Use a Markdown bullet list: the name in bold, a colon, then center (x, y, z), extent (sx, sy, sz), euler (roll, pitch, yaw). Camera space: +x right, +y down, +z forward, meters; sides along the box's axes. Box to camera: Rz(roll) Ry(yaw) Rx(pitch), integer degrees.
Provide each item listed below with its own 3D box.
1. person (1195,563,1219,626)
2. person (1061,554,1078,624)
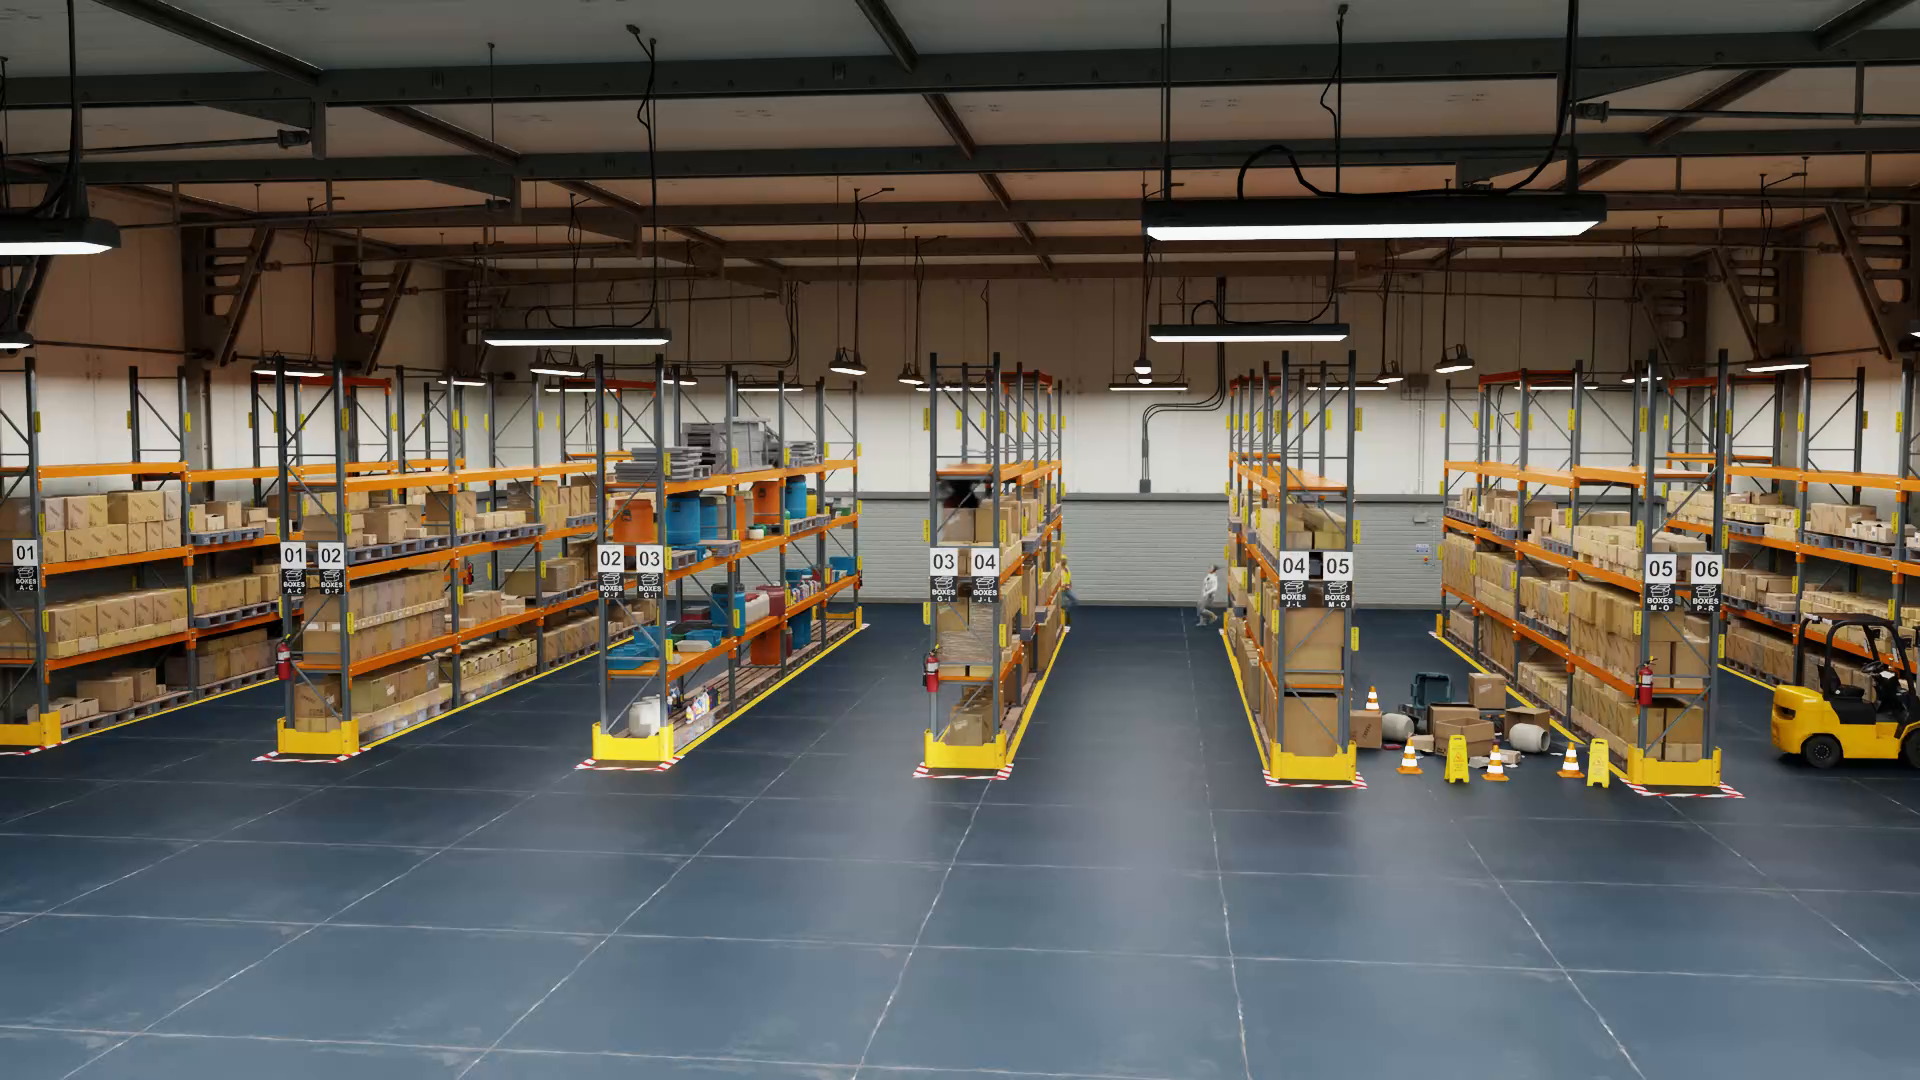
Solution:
- **person**: center (6.038, 1.346, 40.592), extent (0.544, 1.616, 0.695), euler (0, 4, 4)
- **person**: center (2.570, 1.220, 41.213), extent (0.645, 1.750, 0.716), euler (3, 5, 39)
